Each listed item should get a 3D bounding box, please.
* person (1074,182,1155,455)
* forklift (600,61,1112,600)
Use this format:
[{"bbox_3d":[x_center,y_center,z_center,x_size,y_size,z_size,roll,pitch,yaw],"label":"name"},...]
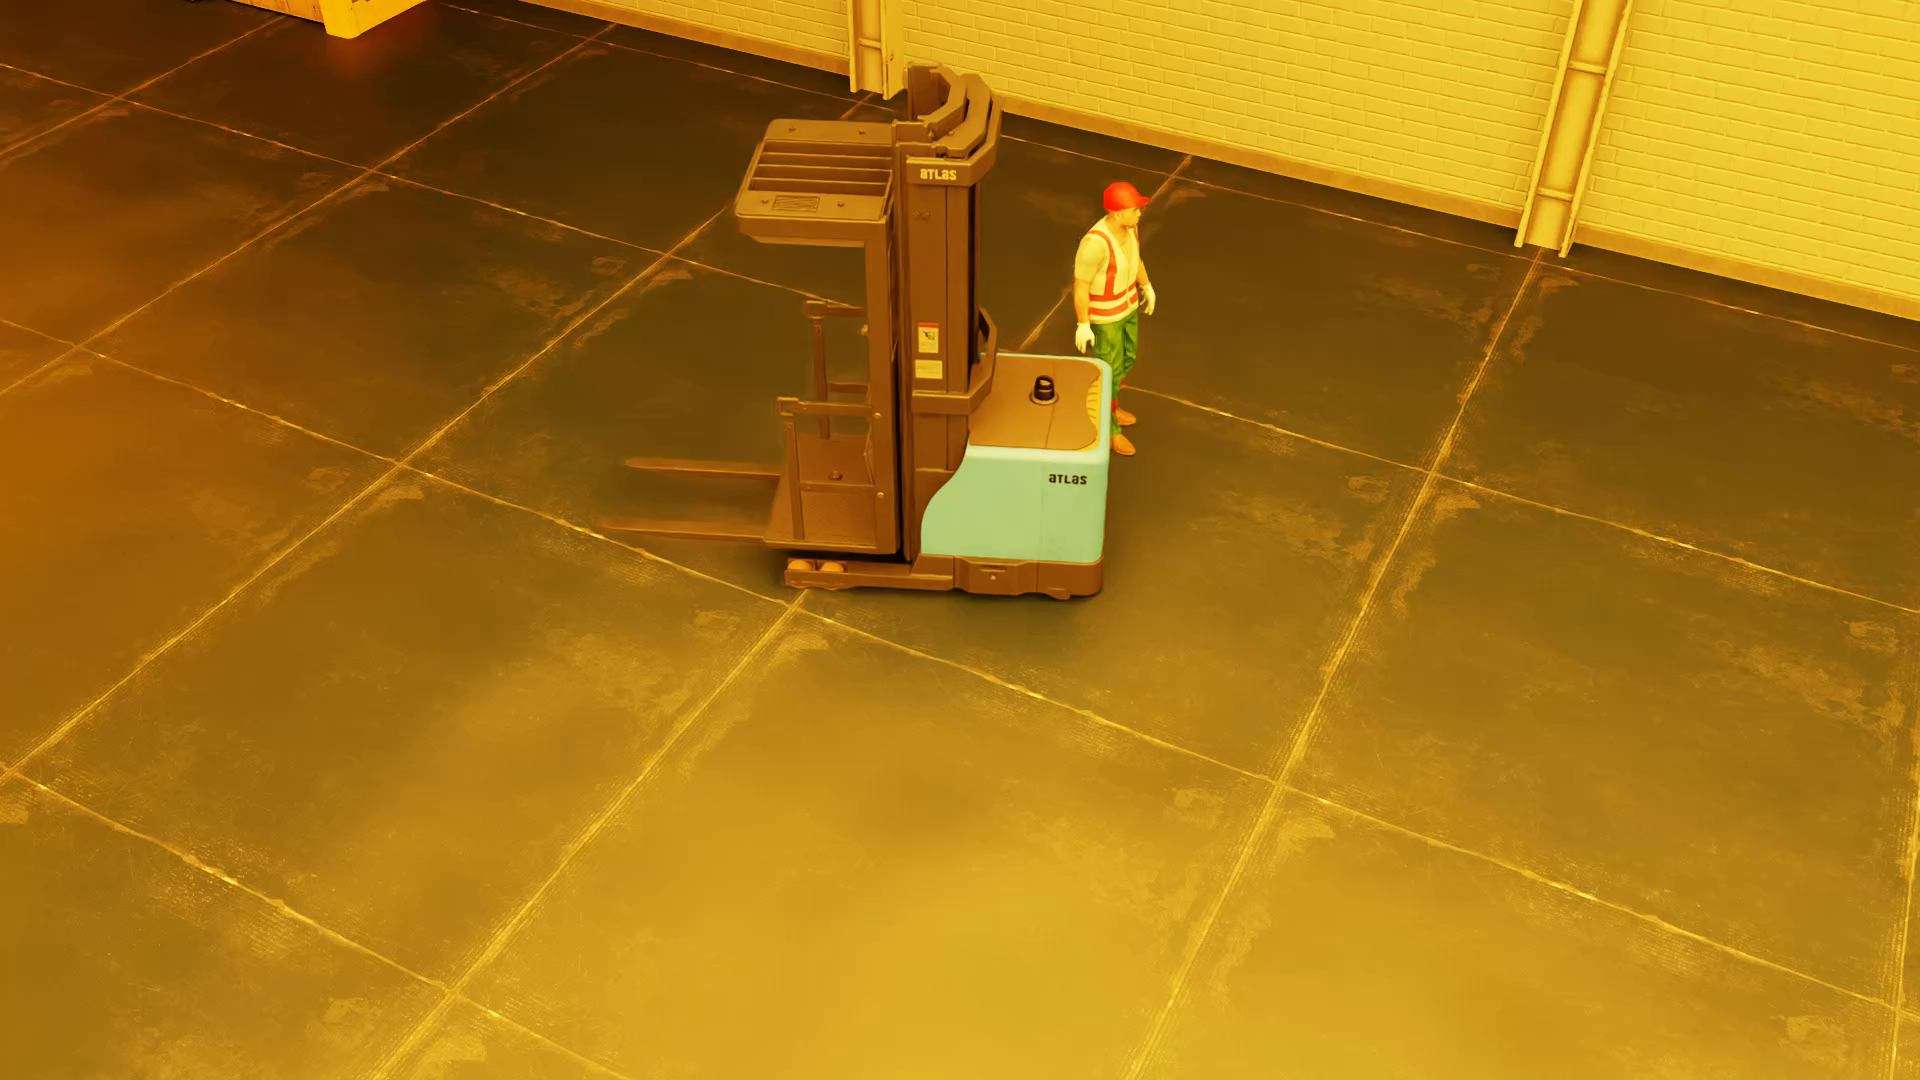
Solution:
[{"bbox_3d":[1.041,-1.431,10.581,0.525,1.785,0.718,25,46,27],"label":"person"},{"bbox_3d":[-0.631,-1.158,9.362,3.031,2.935,1.130,3,40,4],"label":"forklift"}]
